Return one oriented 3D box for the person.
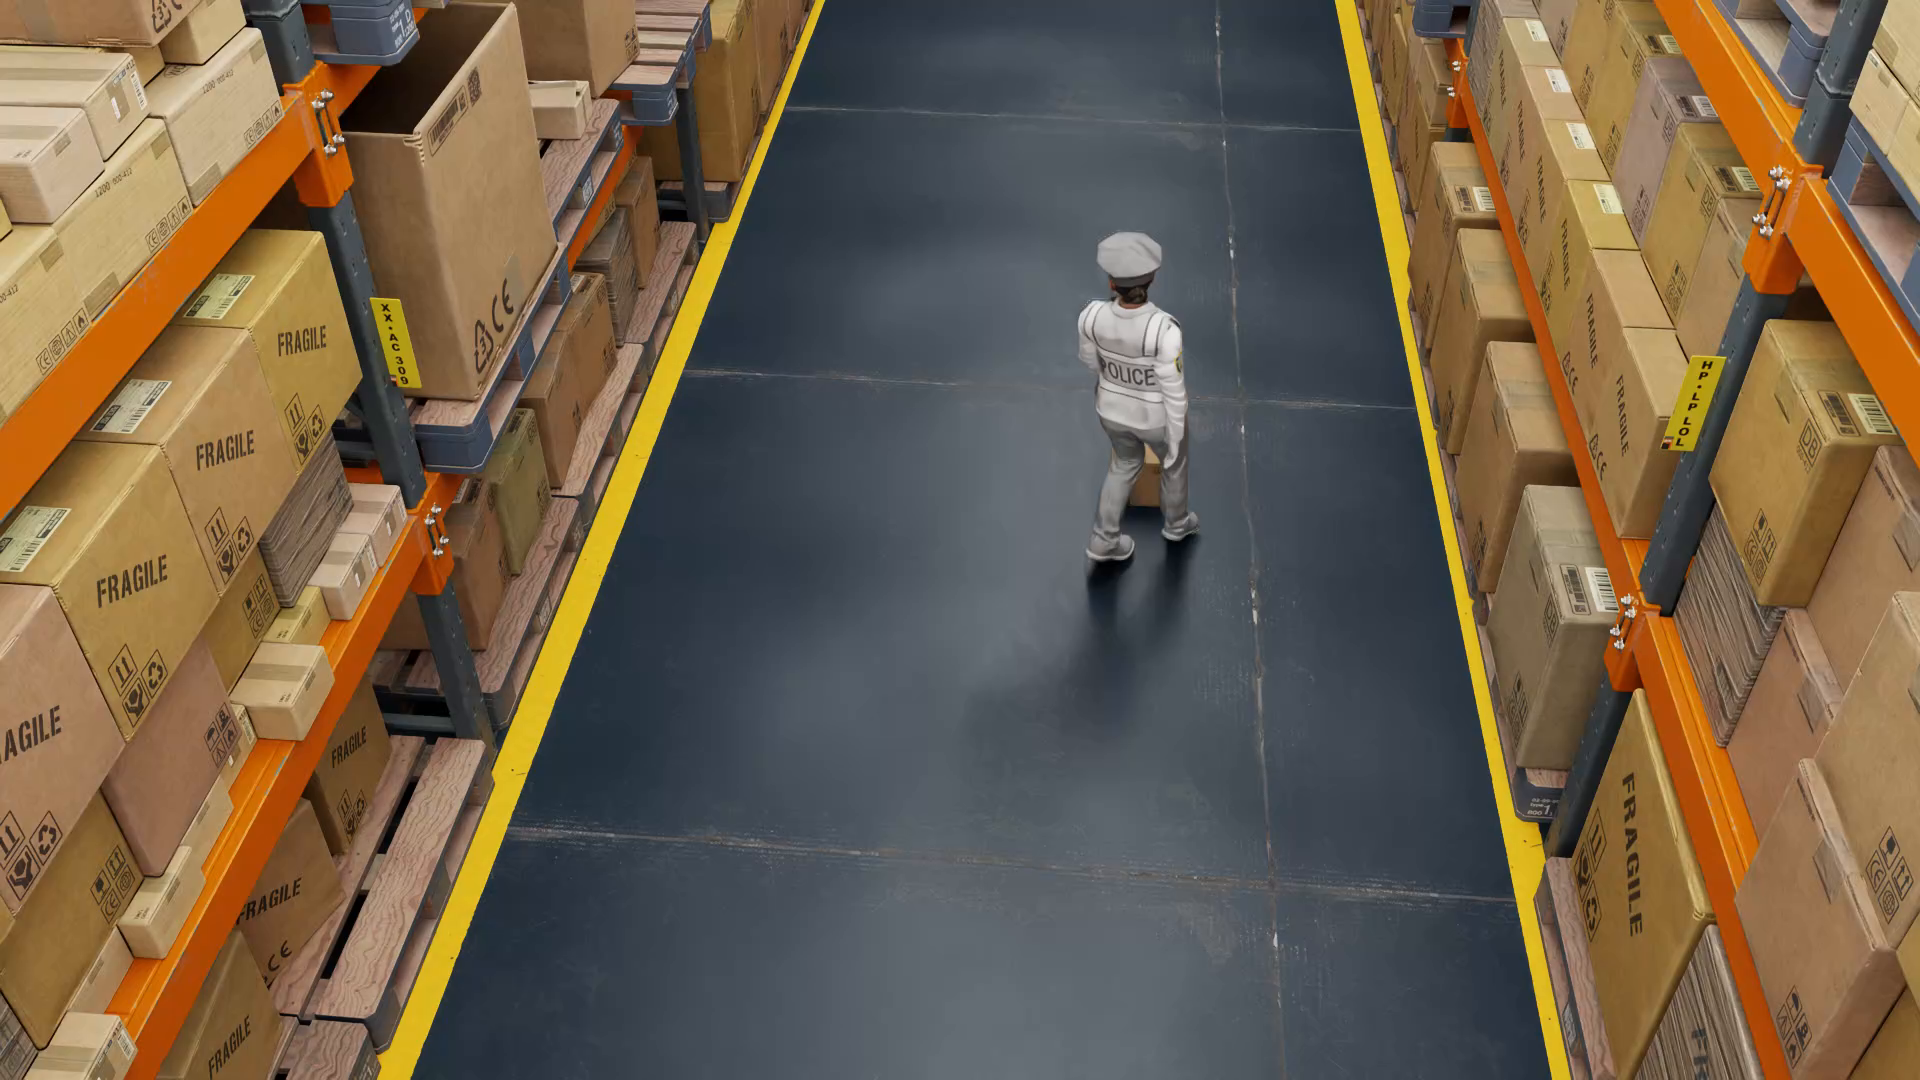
[{"bbox_3d":[0.768,-0.577,6.882,0.510,1.662,0.720,20,44,22],"label":"person"}]
